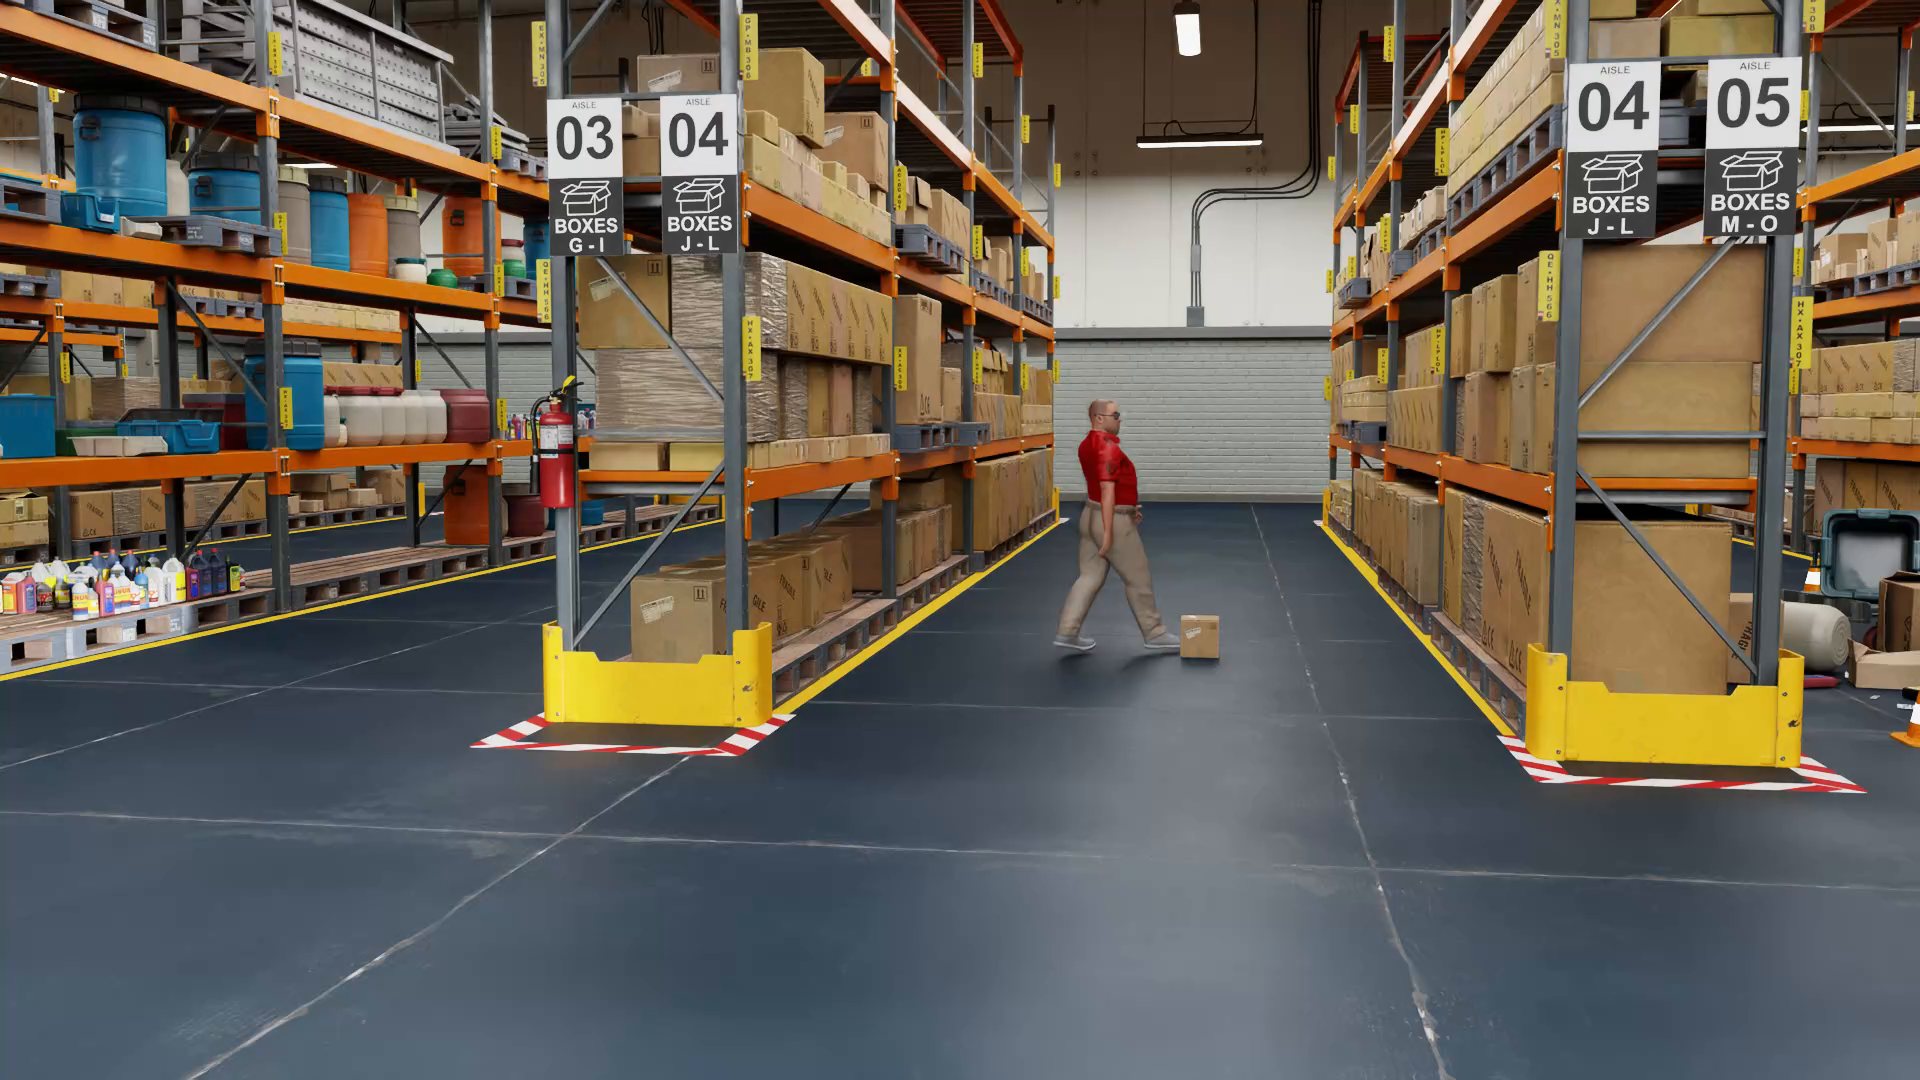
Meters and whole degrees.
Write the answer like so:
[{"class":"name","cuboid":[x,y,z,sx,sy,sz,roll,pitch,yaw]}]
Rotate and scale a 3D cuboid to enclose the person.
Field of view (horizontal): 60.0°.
[{"class":"person","cuboid":[0.998,-0.125,11.031,0.748,1.623,0.586,-2,5,-21]}]
